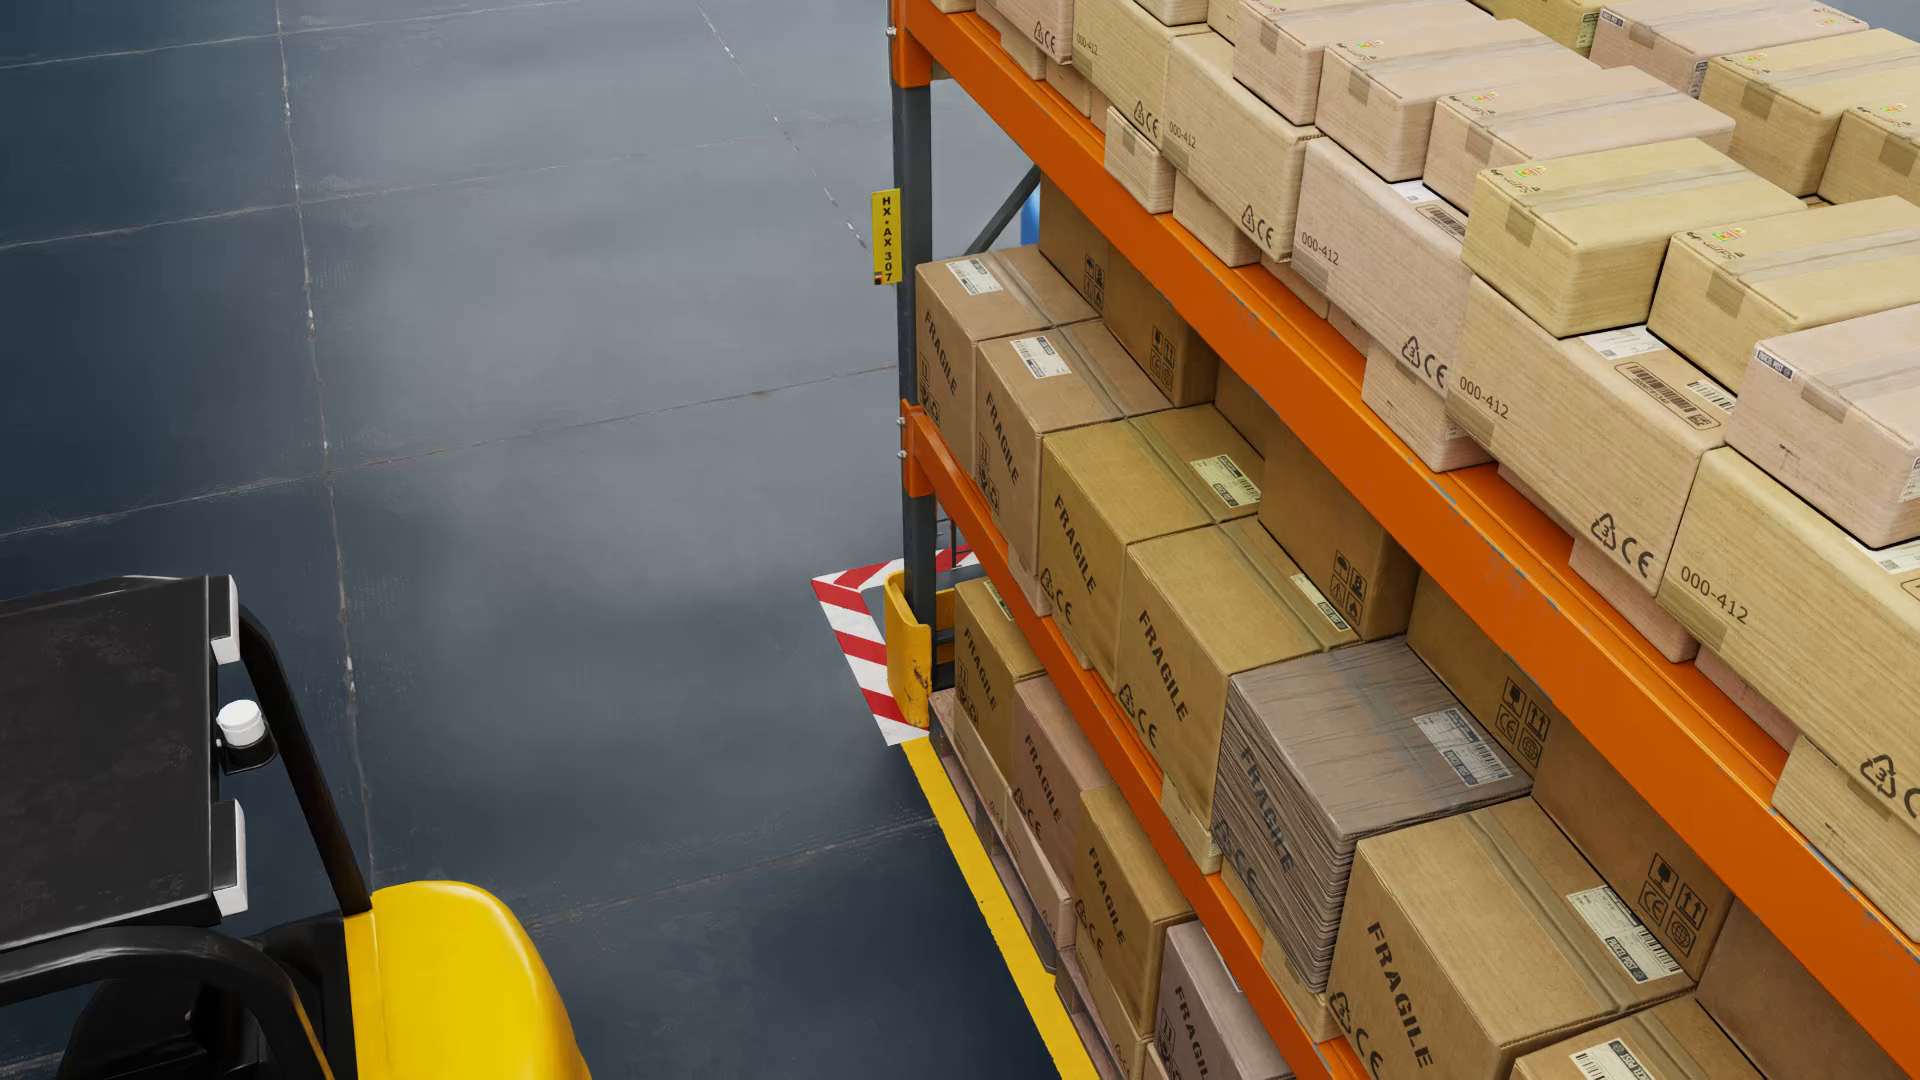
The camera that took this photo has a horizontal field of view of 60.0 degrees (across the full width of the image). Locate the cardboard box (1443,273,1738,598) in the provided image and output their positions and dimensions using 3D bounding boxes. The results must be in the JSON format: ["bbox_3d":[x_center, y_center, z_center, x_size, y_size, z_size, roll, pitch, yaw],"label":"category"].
[{"bbox_3d":[1.076,-0.211,2.421,0.500,0.250,0.500,-13,39,-17],"label":"cardboard box"}]

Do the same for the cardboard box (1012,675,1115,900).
[{"bbox_3d":[0.490,0.717,5.117,0.500,0.500,0.500,-14,39,-18],"label":"cardboard box"}]

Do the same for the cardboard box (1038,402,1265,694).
[{"bbox_3d":[0.540,0.012,4.411,0.500,0.500,0.500,-13,39,-17],"label":"cardboard box"}]

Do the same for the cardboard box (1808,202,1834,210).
[{"bbox_3d":[1.575,-0.326,2.574,0.500,0.250,0.500,-13,39,-16],"label":"cardboard box"}]

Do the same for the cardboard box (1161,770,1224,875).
[{"bbox_3d":[0.724,0.645,4.109,0.380,0.149,0.250,-12,39,-16],"label":"cardboard box"}]

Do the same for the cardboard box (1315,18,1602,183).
[{"bbox_3d":[0.832,-0.744,2.797,0.380,0.149,0.250,-12,39,-15],"label":"cardboard box"}]

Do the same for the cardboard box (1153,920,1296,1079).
[{"bbox_3d":[0.847,1.303,4.340,0.500,0.500,0.500,-10,38,-14],"label":"cardboard box"}]

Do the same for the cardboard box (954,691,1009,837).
[{"bbox_3d":[0.297,0.709,5.752,0.500,0.250,0.500,-13,39,-16],"label":"cardboard box"}]

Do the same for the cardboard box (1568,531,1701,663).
[{"bbox_3d":[1.146,0.012,2.456,0.380,0.149,0.250,-12,39,-15],"label":"cardboard box"}]

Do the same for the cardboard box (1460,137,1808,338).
[{"bbox_3d":[0.962,-0.441,2.395,0.380,0.149,0.250,-11,38,-15],"label":"cardboard box"}]

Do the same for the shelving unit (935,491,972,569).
[{"bbox_3d":[0.018,-0.389,6.894,0.215,1.050,0.252,-12,39,-16],"label":"shelving unit"}]

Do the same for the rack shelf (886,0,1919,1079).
[{"bbox_3d":[0.967,-0.515,3.546,1.077,0.370,4.000,-12,39,-16],"label":"rack shelf"}]

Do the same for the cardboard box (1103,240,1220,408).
[{"bbox_3d":[0.827,-0.762,4.607,0.700,0.500,0.500,-12,39,-16],"label":"cardboard box"}]

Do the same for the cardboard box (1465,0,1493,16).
[{"bbox_3d":[1.239,-0.897,3.332,0.500,0.250,0.500,-12,39,-16],"label":"cardboard box"}]

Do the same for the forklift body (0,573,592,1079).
[{"bbox_3d":[-2.015,1.328,3.699,2.313,2.155,1.214,-12,39,-16],"label":"forklift body"}]

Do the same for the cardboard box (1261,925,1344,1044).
[{"bbox_3d":[0.906,0.934,3.726,0.380,0.149,0.250,-13,39,-17],"label":"cardboard box"}]

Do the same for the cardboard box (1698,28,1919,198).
[{"bbox_3d":[1.456,-0.712,2.755,0.380,0.149,0.250,-14,39,-17],"label":"cardboard box"}]

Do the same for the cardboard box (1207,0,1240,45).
[{"bbox_3d":[0.704,-1.041,3.192,0.380,0.149,0.250,-12,39,-15],"label":"cardboard box"}]

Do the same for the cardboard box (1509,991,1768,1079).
[{"bbox_3d":[1.269,1.167,2.877,0.500,0.500,0.500,-13,39,-17],"label":"cardboard box"}]

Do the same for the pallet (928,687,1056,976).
[{"bbox_3d":[0.552,0.889,5.895,1.003,0.211,1.213,-12,39,-16],"label":"pallet"}]

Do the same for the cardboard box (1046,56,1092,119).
[{"bbox_3d":[0.430,-1.156,4.007,0.380,0.149,0.250,-13,39,-16],"label":"cardboard box"}]

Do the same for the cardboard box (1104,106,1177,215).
[{"bbox_3d":[0.537,-0.848,3.599,0.380,0.149,0.250,-12,39,-15],"label":"cardboard box"}]

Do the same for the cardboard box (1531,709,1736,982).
[{"bbox_3d":[1.553,0.381,3.090,0.700,0.500,0.500,-12,39,-16],"label":"cardboard box"}]

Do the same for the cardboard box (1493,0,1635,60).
[{"bbox_3d":[1.241,-0.998,3.134,0.380,0.149,0.250,-12,39,-15],"label":"cardboard box"}]

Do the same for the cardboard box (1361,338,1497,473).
[{"bbox_3d":[0.920,-0.272,2.833,0.380,0.149,0.250,-11,38,-15],"label":"cardboard box"}]

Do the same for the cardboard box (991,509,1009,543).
[{"bbox_3d":[0.317,-0.093,5.089,0.380,0.149,0.250,-14,39,-17],"label":"cardboard box"}]

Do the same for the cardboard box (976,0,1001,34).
[{"bbox_3d":[0.263,-1.448,4.394,0.380,0.149,0.250,-14,39,-17],"label":"cardboard box"}]

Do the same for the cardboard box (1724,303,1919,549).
[{"bbox_3d":[1.180,-0.156,2.017,0.380,0.149,0.250,-13,39,-17],"label":"cardboard box"}]

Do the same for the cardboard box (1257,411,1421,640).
[{"bbox_3d":[1.140,-0.184,3.840,0.700,0.500,0.500,-13,39,-16],"label":"cardboard box"}]

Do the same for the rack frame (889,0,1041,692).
[{"bbox_3d":[0.279,-0.734,5.732,1.000,3.000,0.127,-12,39,-16],"label":"rack frame"}]

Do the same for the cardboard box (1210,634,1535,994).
[{"bbox_3d":[0.903,0.586,3.649,0.500,0.500,0.500,-11,38,-15],"label":"cardboard box"}]

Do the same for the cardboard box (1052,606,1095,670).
[{"bbox_3d":[0.482,0.199,4.701,0.380,0.149,0.250,-11,38,-15],"label":"cardboard box"}]

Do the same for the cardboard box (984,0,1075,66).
[{"bbox_3d":[0.366,-1.366,3.954,0.500,0.250,0.500,-13,39,-17],"label":"cardboard box"}]

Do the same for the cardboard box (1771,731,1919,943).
[{"bbox_3d":[1.260,0.312,2.058,0.380,0.149,0.250,-12,39,-16],"label":"cardboard box"}]

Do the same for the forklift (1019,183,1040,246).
[{"bbox_3d":[1.830,-1.830,7.244,3.031,2.935,1.130,-6,37,-7],"label":"forklift"}]

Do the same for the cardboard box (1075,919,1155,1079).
[{"bbox_3d":[0.665,1.305,4.961,0.500,0.250,0.500,-10,38,-13],"label":"cardboard box"}]

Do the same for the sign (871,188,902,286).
[{"bbox_3d":[-0.230,-0.968,5.322,0.100,0.325,0.005,-12,39,-16],"label":"sign"}]

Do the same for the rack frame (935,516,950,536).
[{"bbox_3d":[-0.024,-0.458,6.986,0.200,1.050,0.008,-12,39,-16],"label":"rack frame"}]

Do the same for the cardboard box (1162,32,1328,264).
[{"bbox_3d":[0.725,-0.785,3.184,0.500,0.250,0.500,-12,39,-15],"label":"cardboard box"}]

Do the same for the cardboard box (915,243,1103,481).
[{"bbox_3d":[0.182,-0.568,5.181,0.500,0.500,0.500,-13,39,-17],"label":"cardboard box"}]

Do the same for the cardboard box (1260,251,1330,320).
[{"bbox_3d":[0.818,-0.581,3.243,0.380,0.149,0.250,-13,39,-16],"label":"cardboard box"}]
